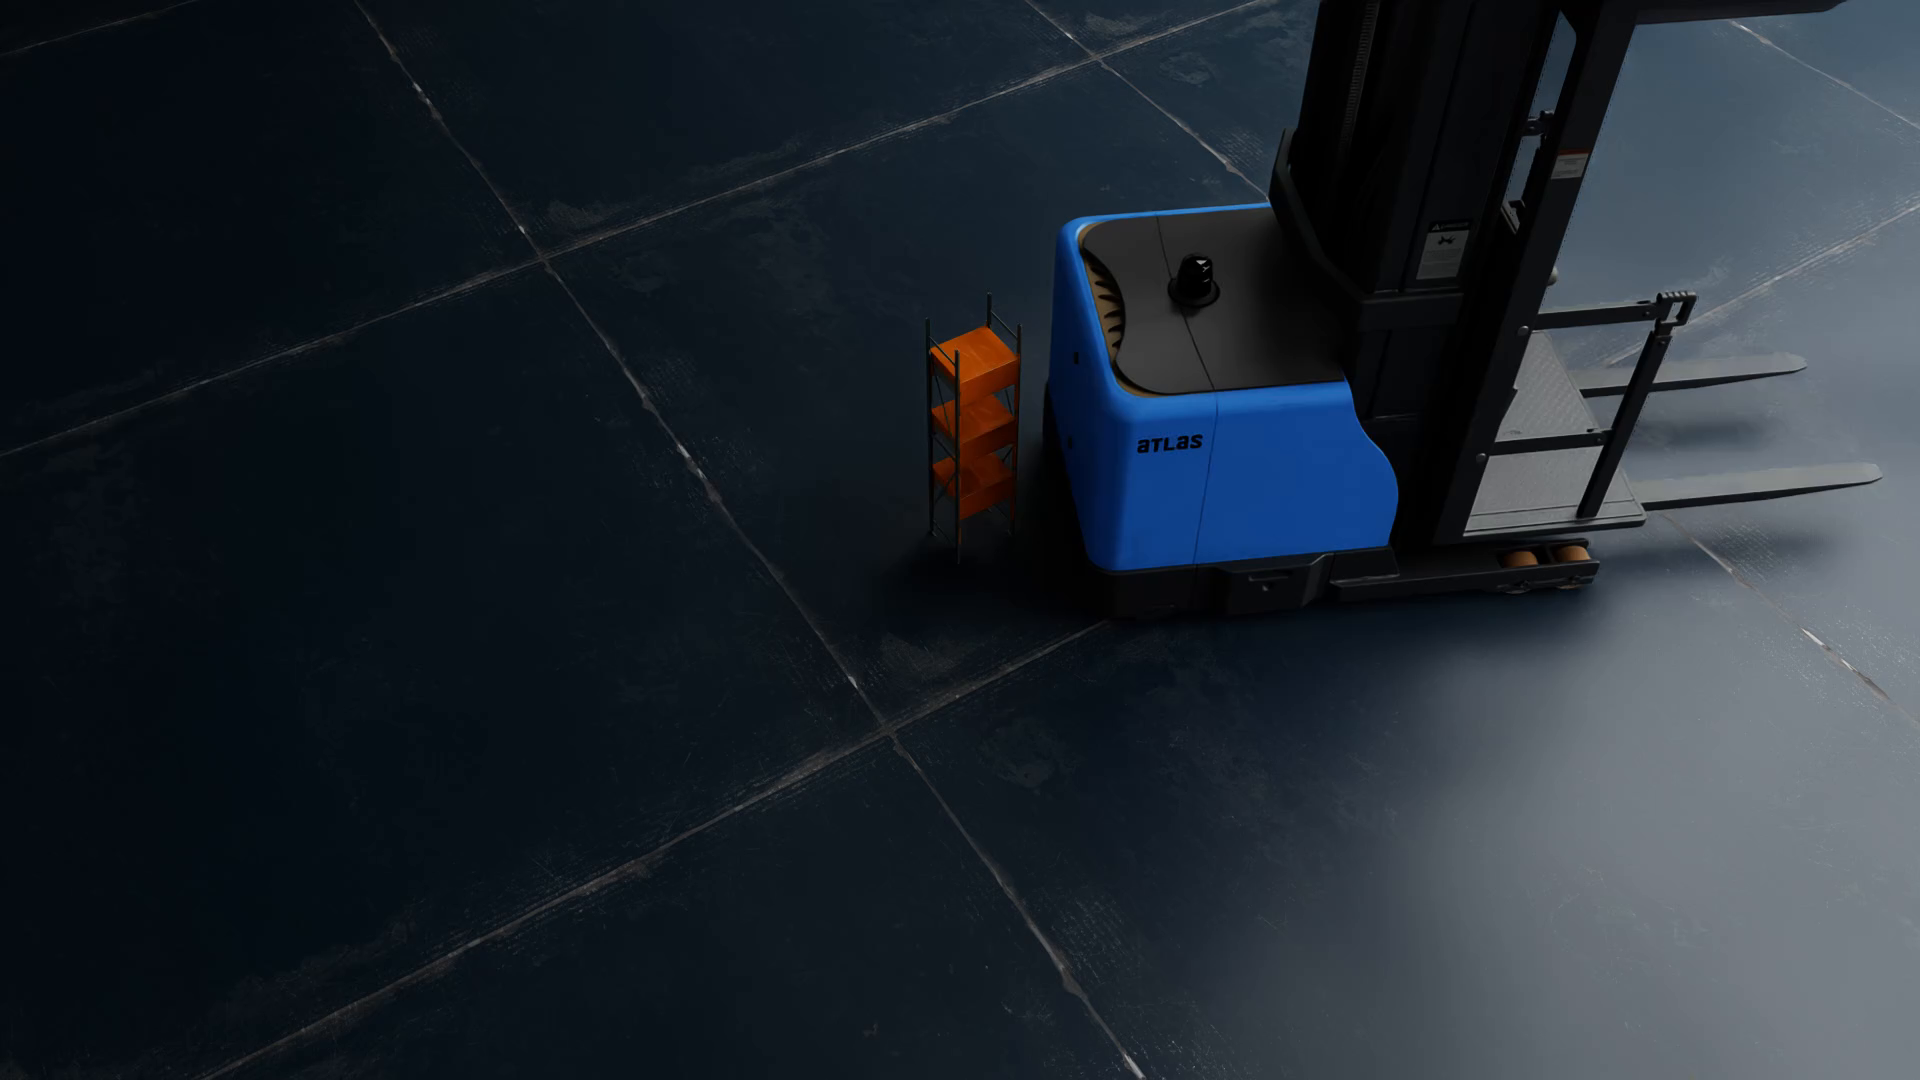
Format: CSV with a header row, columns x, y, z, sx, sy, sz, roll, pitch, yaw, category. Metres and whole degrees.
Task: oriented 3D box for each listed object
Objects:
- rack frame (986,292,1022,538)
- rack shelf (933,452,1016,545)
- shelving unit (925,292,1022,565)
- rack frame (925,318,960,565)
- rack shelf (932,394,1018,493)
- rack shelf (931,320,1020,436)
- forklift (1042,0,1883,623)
x,y,z,sx,sy,sz,roll,pitch,yaw,category
0.148,-0.419,5.920,0.008,1.050,0.200,-25,53,-21,rack frame
0.045,-0.179,6.092,0.240,0.259,0.215,-25,53,-21,rack shelf
0.045,-0.370,5.877,0.252,1.050,0.215,-25,53,-21,shelving unit
-0.058,-0.322,5.834,0.008,1.050,0.200,-25,53,-21,rack frame
0.045,-0.363,5.885,0.240,0.259,0.215,-25,53,-21,rack shelf
0.045,-0.552,5.673,0.240,0.259,0.215,-25,53,-21,rack shelf
1.880,-1.167,5.327,3.031,2.935,1.130,-5,49,-5,forklift
